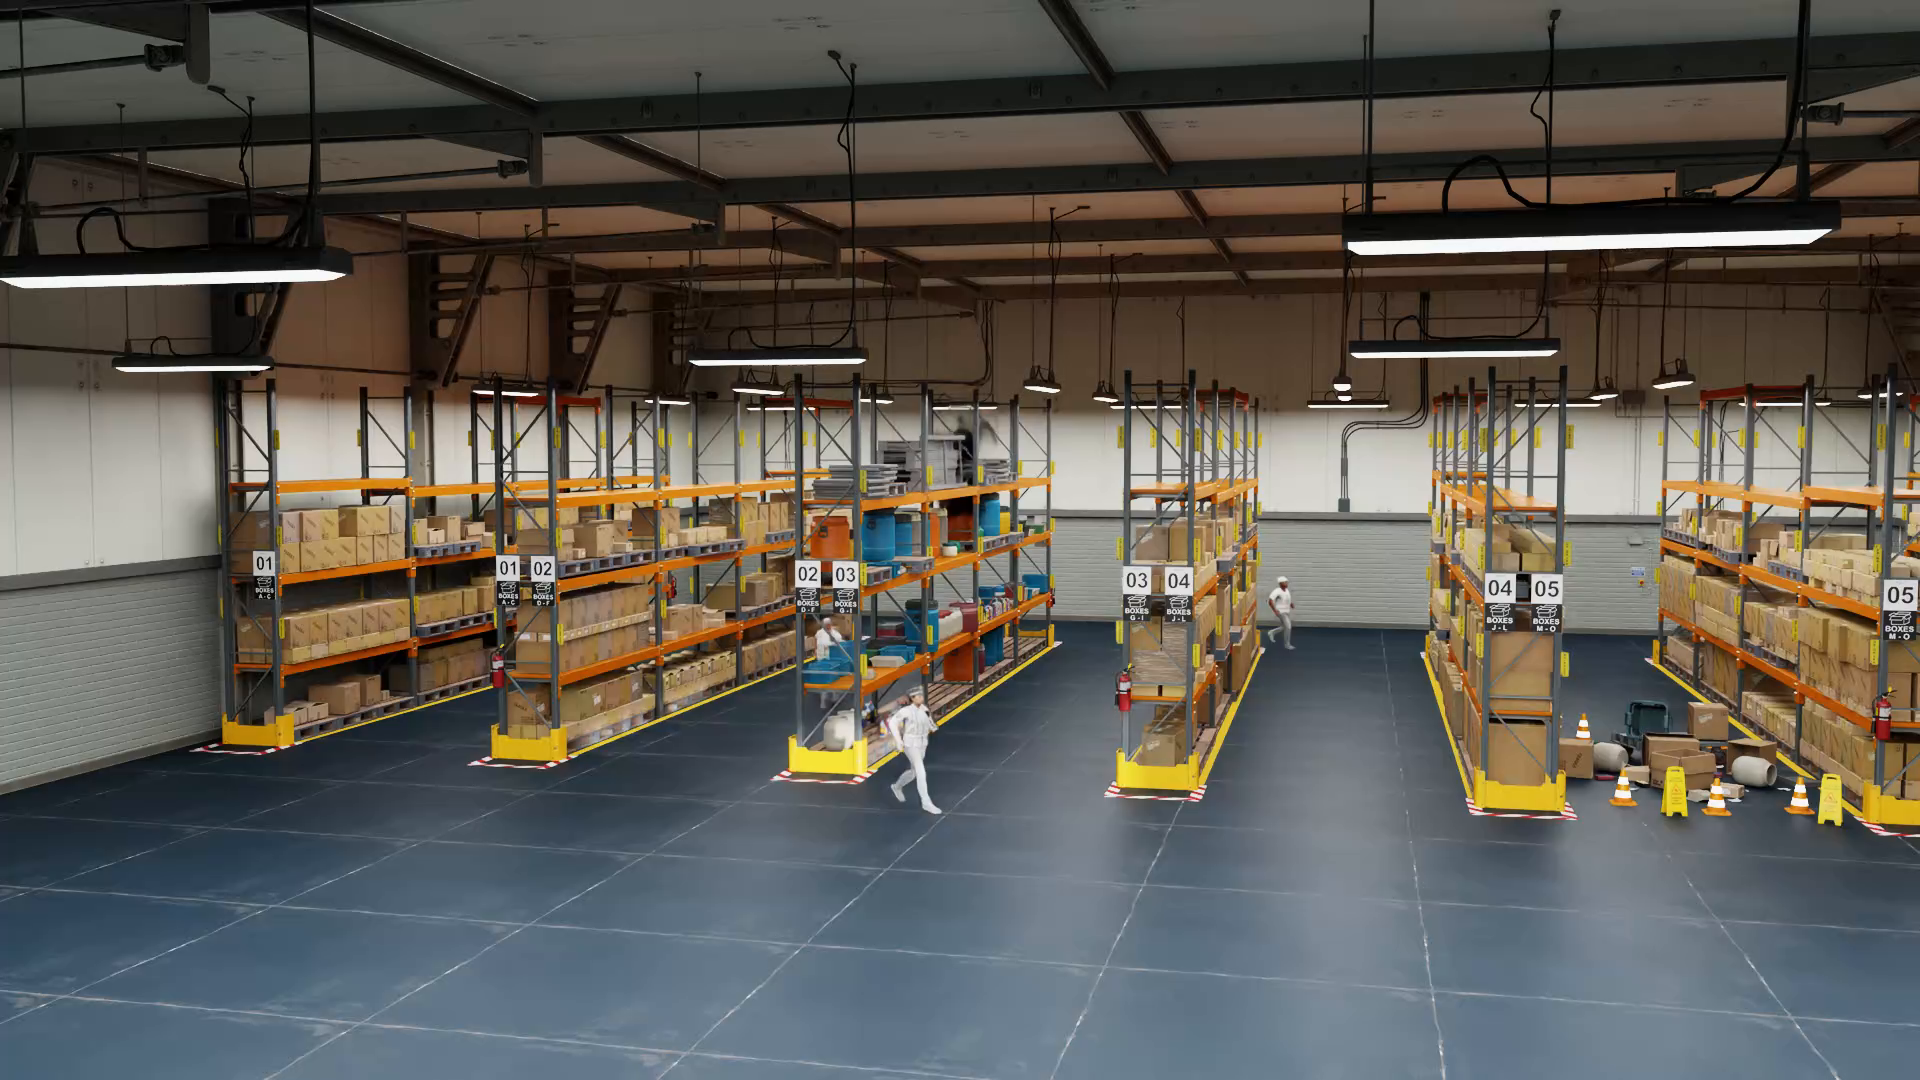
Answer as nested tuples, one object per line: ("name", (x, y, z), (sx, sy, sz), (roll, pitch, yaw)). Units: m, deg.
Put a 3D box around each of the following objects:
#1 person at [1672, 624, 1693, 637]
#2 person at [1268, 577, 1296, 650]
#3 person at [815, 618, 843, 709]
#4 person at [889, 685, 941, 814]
("person", (16.744, 1.887, 38.287), (0.661, 1.696, 0.656), (3, 5, 45))
("person", (7.730, 1.743, 39.953), (0.771, 1.737, 0.738), (3, 4, 38))
("person", (-2.463, 2.306, 31.357), (0.627, 1.713, 0.873), (1, 4, 12))
("person", (-0.613, 2.784, 22.409), (0.942, 1.684, 0.609), (3, 5, 42))
